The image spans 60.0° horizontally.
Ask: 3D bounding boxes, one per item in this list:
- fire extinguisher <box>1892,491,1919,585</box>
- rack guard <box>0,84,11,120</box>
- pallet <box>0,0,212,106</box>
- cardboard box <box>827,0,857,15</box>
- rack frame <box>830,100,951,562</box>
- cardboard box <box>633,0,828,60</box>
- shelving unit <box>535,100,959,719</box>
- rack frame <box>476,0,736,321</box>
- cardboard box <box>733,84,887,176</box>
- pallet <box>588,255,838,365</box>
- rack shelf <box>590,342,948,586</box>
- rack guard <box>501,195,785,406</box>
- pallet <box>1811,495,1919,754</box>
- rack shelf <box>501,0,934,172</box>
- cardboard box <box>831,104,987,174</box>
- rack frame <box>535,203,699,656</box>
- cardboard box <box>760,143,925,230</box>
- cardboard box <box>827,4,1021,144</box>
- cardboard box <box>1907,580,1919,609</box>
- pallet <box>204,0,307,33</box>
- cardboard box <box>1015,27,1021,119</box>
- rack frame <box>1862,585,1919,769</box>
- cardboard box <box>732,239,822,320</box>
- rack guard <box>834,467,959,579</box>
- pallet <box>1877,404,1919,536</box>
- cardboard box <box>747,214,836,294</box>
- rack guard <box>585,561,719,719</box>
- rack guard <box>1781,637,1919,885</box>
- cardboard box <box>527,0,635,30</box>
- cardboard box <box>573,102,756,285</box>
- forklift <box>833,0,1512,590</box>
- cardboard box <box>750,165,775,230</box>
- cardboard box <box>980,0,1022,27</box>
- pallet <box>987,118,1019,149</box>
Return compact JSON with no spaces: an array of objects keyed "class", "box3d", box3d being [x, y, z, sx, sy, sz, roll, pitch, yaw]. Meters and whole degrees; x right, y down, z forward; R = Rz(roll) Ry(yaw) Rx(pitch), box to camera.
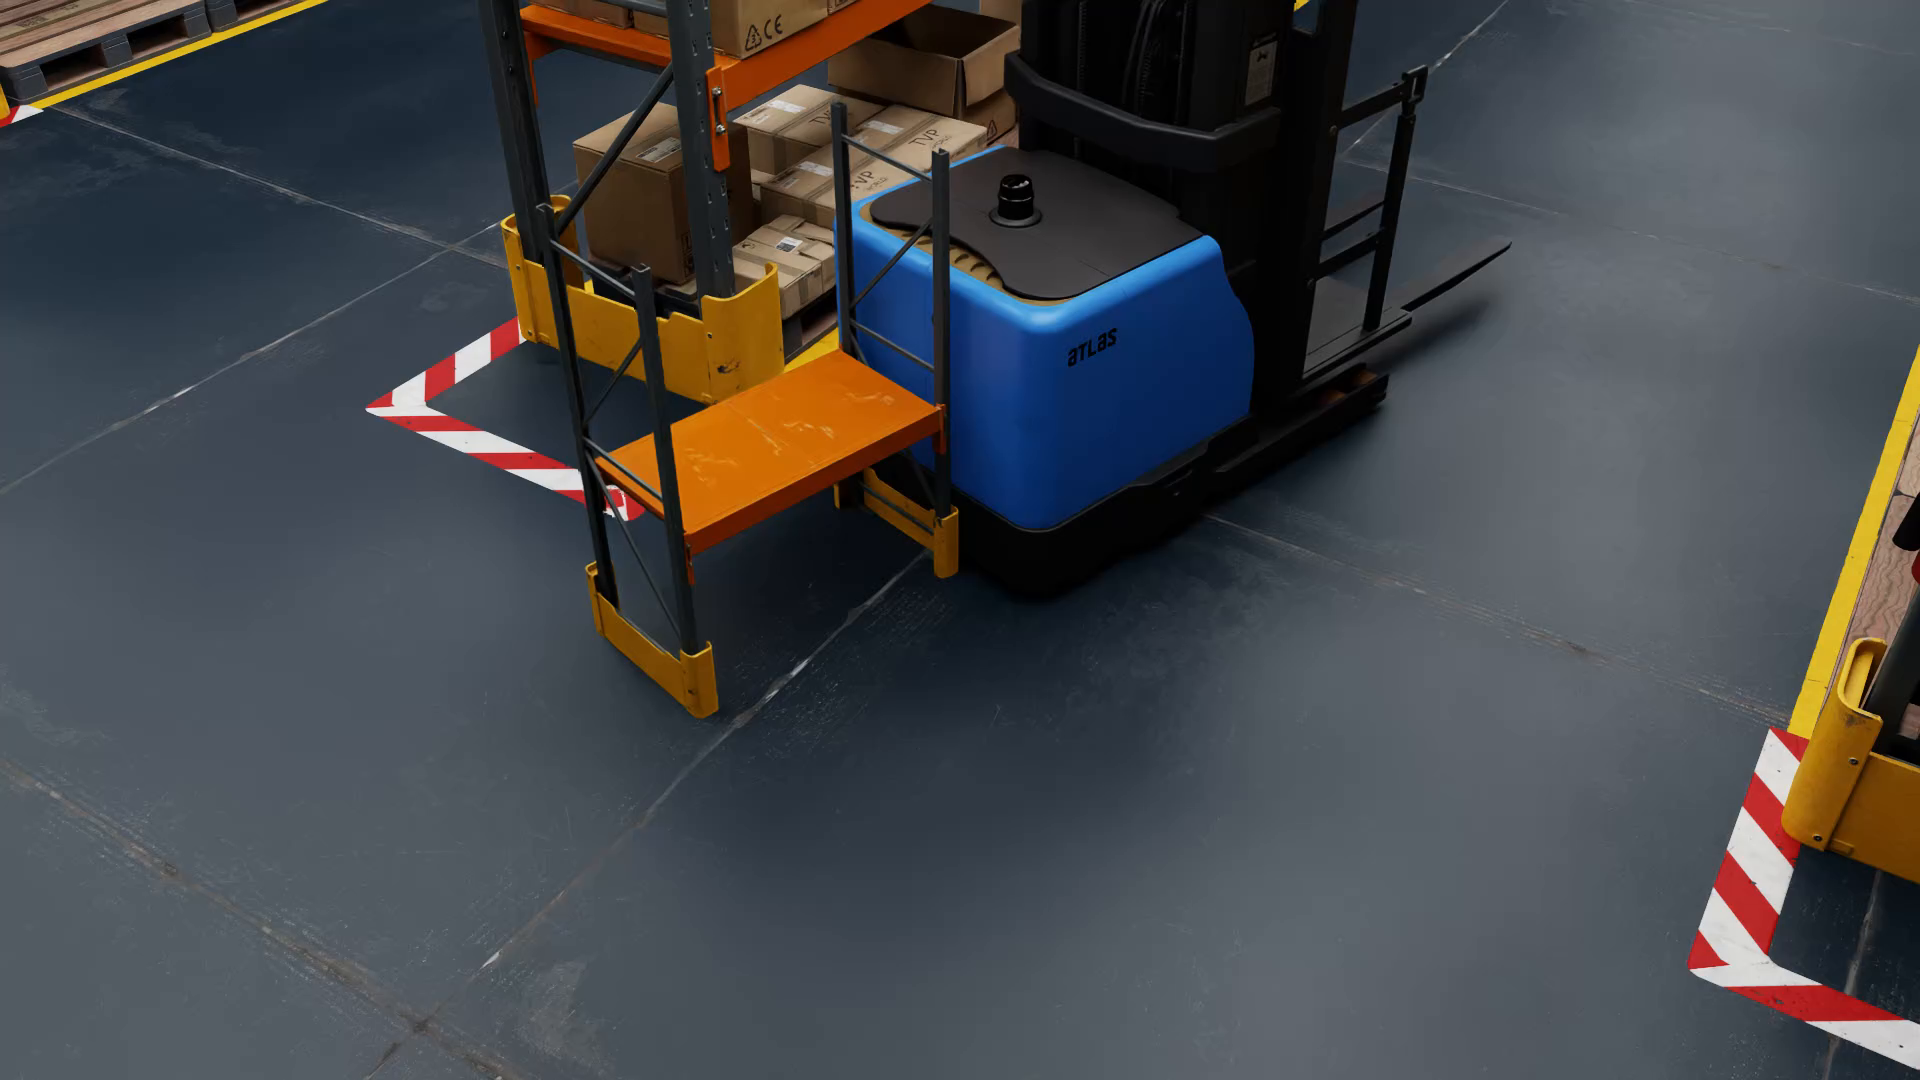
[{"class":"fire extinguisher","box3d":[2.426,-0.167,3.878,0.296,0.674,0.183,21,42,25]},{"class":"rack guard","box3d":[-5.471,-2.506,8.591,1.175,0.500,0.348,21,42,25]},{"class":"pallet","box3d":[-4.995,-2.820,9.236,1.003,0.211,1.213,21,42,25]},{"class":"cardboard box","box3d":[-0.556,-2.340,6.247,0.500,0.500,0.500,21,42,25]},{"class":"rack frame","box3d":[-0.210,-0.614,5.318,0.032,1.500,0.500,-29,46,-32]},{"class":"cardboard box","box3d":[-0.828,-2.072,5.899,0.500,0.500,0.500,22,43,26]},{"class":"shelving unit","box3d":[-0.591,-0.400,5.041,1.083,1.500,0.587,-29,46,-32]},{"class":"rack frame","box3d":[-1.289,-1.890,5.745,1.000,3.000,0.127,21,42,25]},{"class":"cardboard box","box3d":[-0.671,-1.816,7.541,0.500,0.250,0.500,21,42,25]},{"class":"pallet","box3d":[-0.822,-1.236,7.181,1.003,0.211,1.213,21,42,25]},{"class":"rack shelf","box3d":[-0.584,-0.262,5.155,1.000,0.185,0.538,-29,46,-32]},{"class":"rack guard","box3d":[-1.248,-0.939,6.559,1.175,0.500,0.348,21,42,25]},{"class":"pallet","box3d":[3.258,0.395,5.065,1.003,0.211,1.213,21,42,25]},{"class":"rack shelf","box3d":[-0.217,-2.636,7.302,1.077,0.370,4.000,21,42,25]},{"class":"cardboard box","box3d":[-0.222,-1.678,7.362,0.500,0.250,0.500,21,42,25]},{"class":"rack frame","box3d":[-0.958,-0.194,4.773,0.032,1.500,0.500,-29,46,-32]},{"class":"cardboard box","box3d":[-0.490,-1.421,7.028,0.500,0.250,0.500,21,42,25]},{"class":"cardboard box","box3d":[-0.148,-2.168,7.789,0.797,0.503,0.637,21,42,25]},{"class":"cardboard box","box3d":[3.187,0.158,4.791,0.700,0.500,0.500,21,42,25]},{"class":"pallet","box3d":[-4.340,-3.447,10.048,1.003,0.211,1.213,21,42,25]},{"class":"cardboard box","box3d":[0.387,-2.288,8.104,0.500,0.311,0.500,21,42,25]},{"class":"rack frame","box3d":[2.896,-0.272,3.646,1.000,3.000,0.127,21,42,25]},{"class":"cardboard box","box3d":[-0.774,-1.039,6.615,0.380,0.149,0.250,21,42,25]},{"class":"rack guard","box3d":[-0.225,-0.111,5.690,0.087,0.250,0.587,-29,46,-32]},{"class":"pallet","box3d":[3.913,-0.232,5.878,1.003,0.211,1.213,21,42,25]},{"class":"cardboard box","box3d":[-0.640,-1.175,6.777,0.380,0.166,0.250,21,42,25]},{"class":"rack guard","box3d":[-0.957,0.301,5.155,0.087,0.250,0.587,-29,46,-32]},{"class":"rack guard","box3d":[2.883,0.731,4.393,1.175,0.500,0.348,21,42,25]},{"class":"cardboard box","box3d":[-1.279,-2.250,6.130,0.500,0.500,0.500,23,43,26]},{"class":"cardboard box","box3d":[-1.205,-1.435,6.842,0.500,0.500,0.500,21,42,25]},{"class":"forklift","box3d":[0.997,-1.774,5.650,3.031,2.935,1.130,-29,46,-32]},{"class":"cardboard box","box3d":[-0.912,-1.483,7.177,0.380,0.166,0.250,21,42,25]},{"class":"cardboard box","box3d":[0.447,-2.916,8.918,0.500,0.311,0.500,21,42,25]},{"class":"pallet","box3d":[-0.167,-1.863,7.993,1.003,0.211,1.213,21,42,25]}]
